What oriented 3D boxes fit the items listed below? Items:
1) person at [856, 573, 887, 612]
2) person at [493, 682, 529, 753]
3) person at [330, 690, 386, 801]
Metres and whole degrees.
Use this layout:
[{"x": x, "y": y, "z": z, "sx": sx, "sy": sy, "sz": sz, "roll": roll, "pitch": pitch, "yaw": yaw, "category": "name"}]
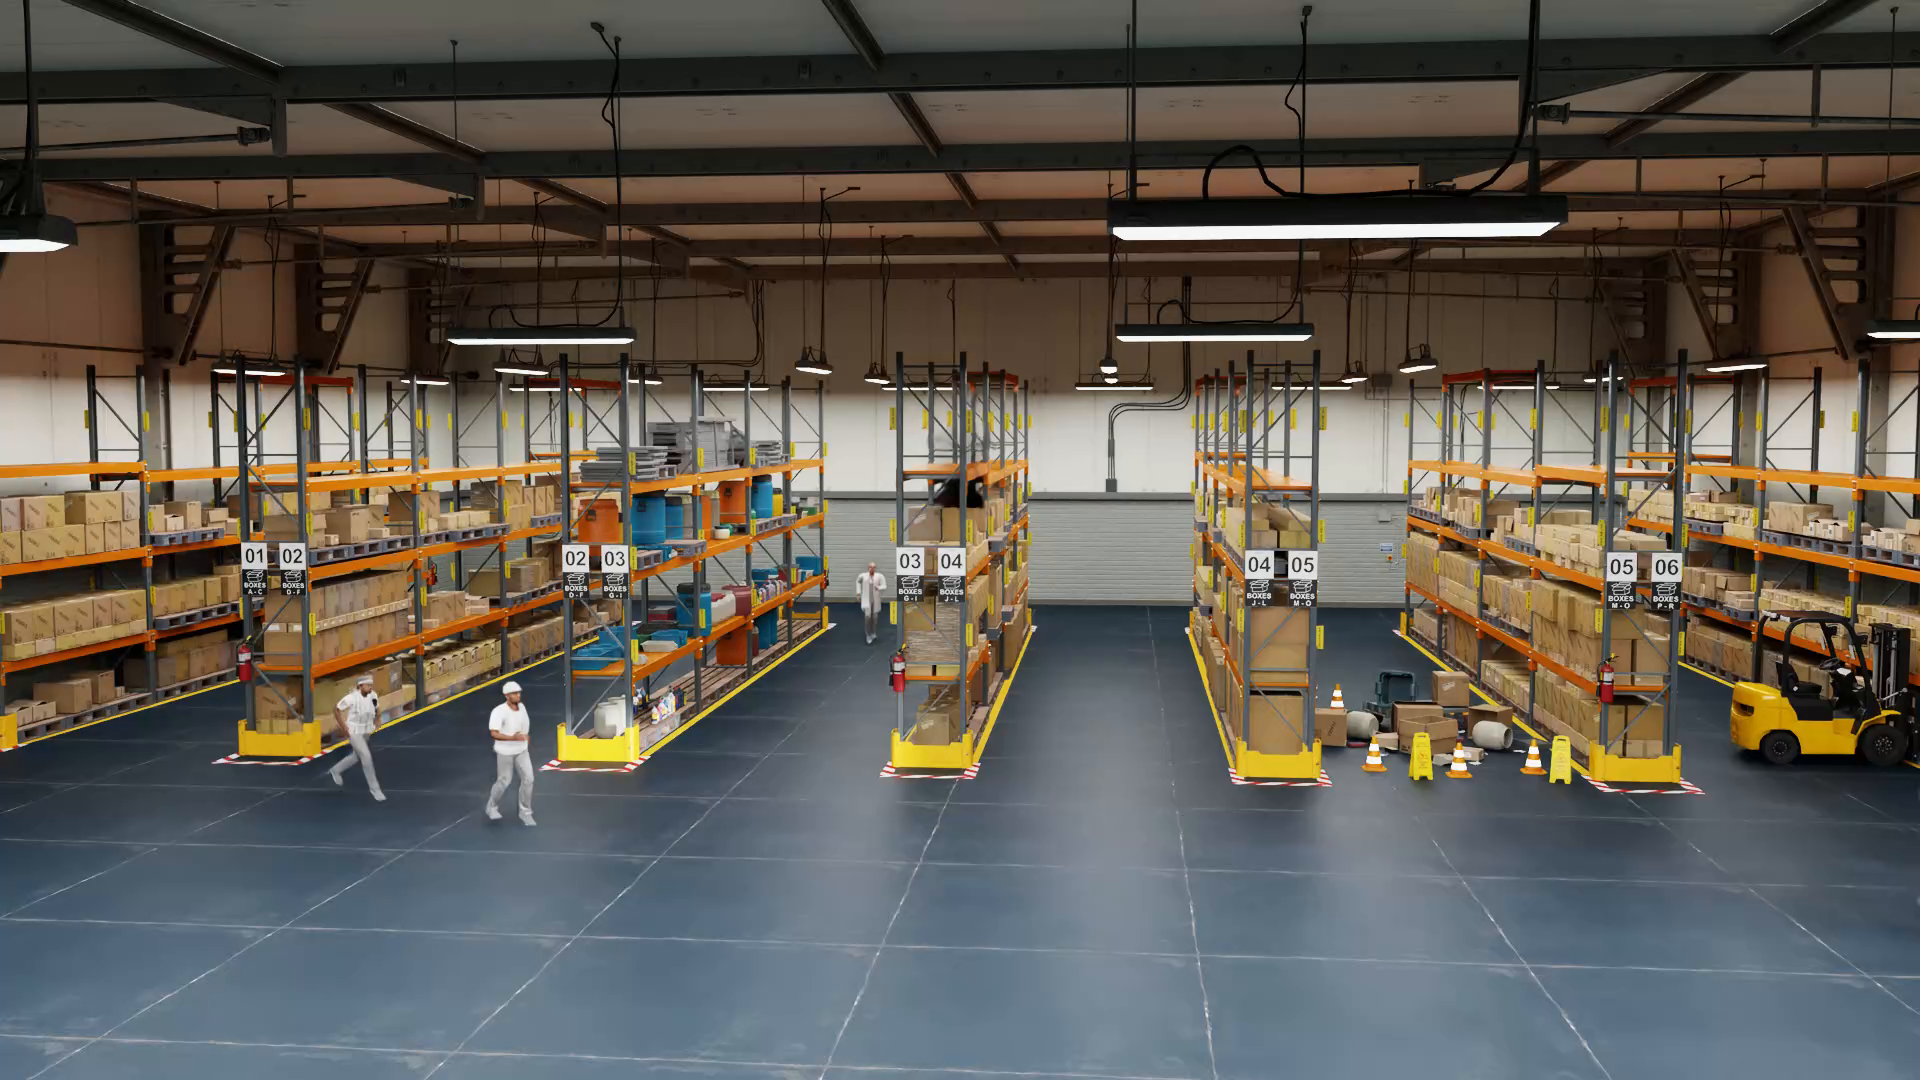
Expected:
[{"x": -2.009, "y": 1.175, "z": 37.817, "sx": 0.668, "sy": 0.942, "sz": 0.625, "roll": 0, "pitch": 4, "yaw": -7, "category": "person"}, {"x": -5.550, "y": 2.184, "z": 20.596, "sx": 0.371, "sy": 0.873, "sz": 0.436, "roll": 3, "pitch": 5, "yaw": 32, "category": "person"}, {"x": -8.043, "y": 2.725, "z": 22.228, "sx": 1.042, "sy": 1.447, "sz": 0.411, "roll": 2, "pitch": 5, "yaw": 28, "category": "person"}]
